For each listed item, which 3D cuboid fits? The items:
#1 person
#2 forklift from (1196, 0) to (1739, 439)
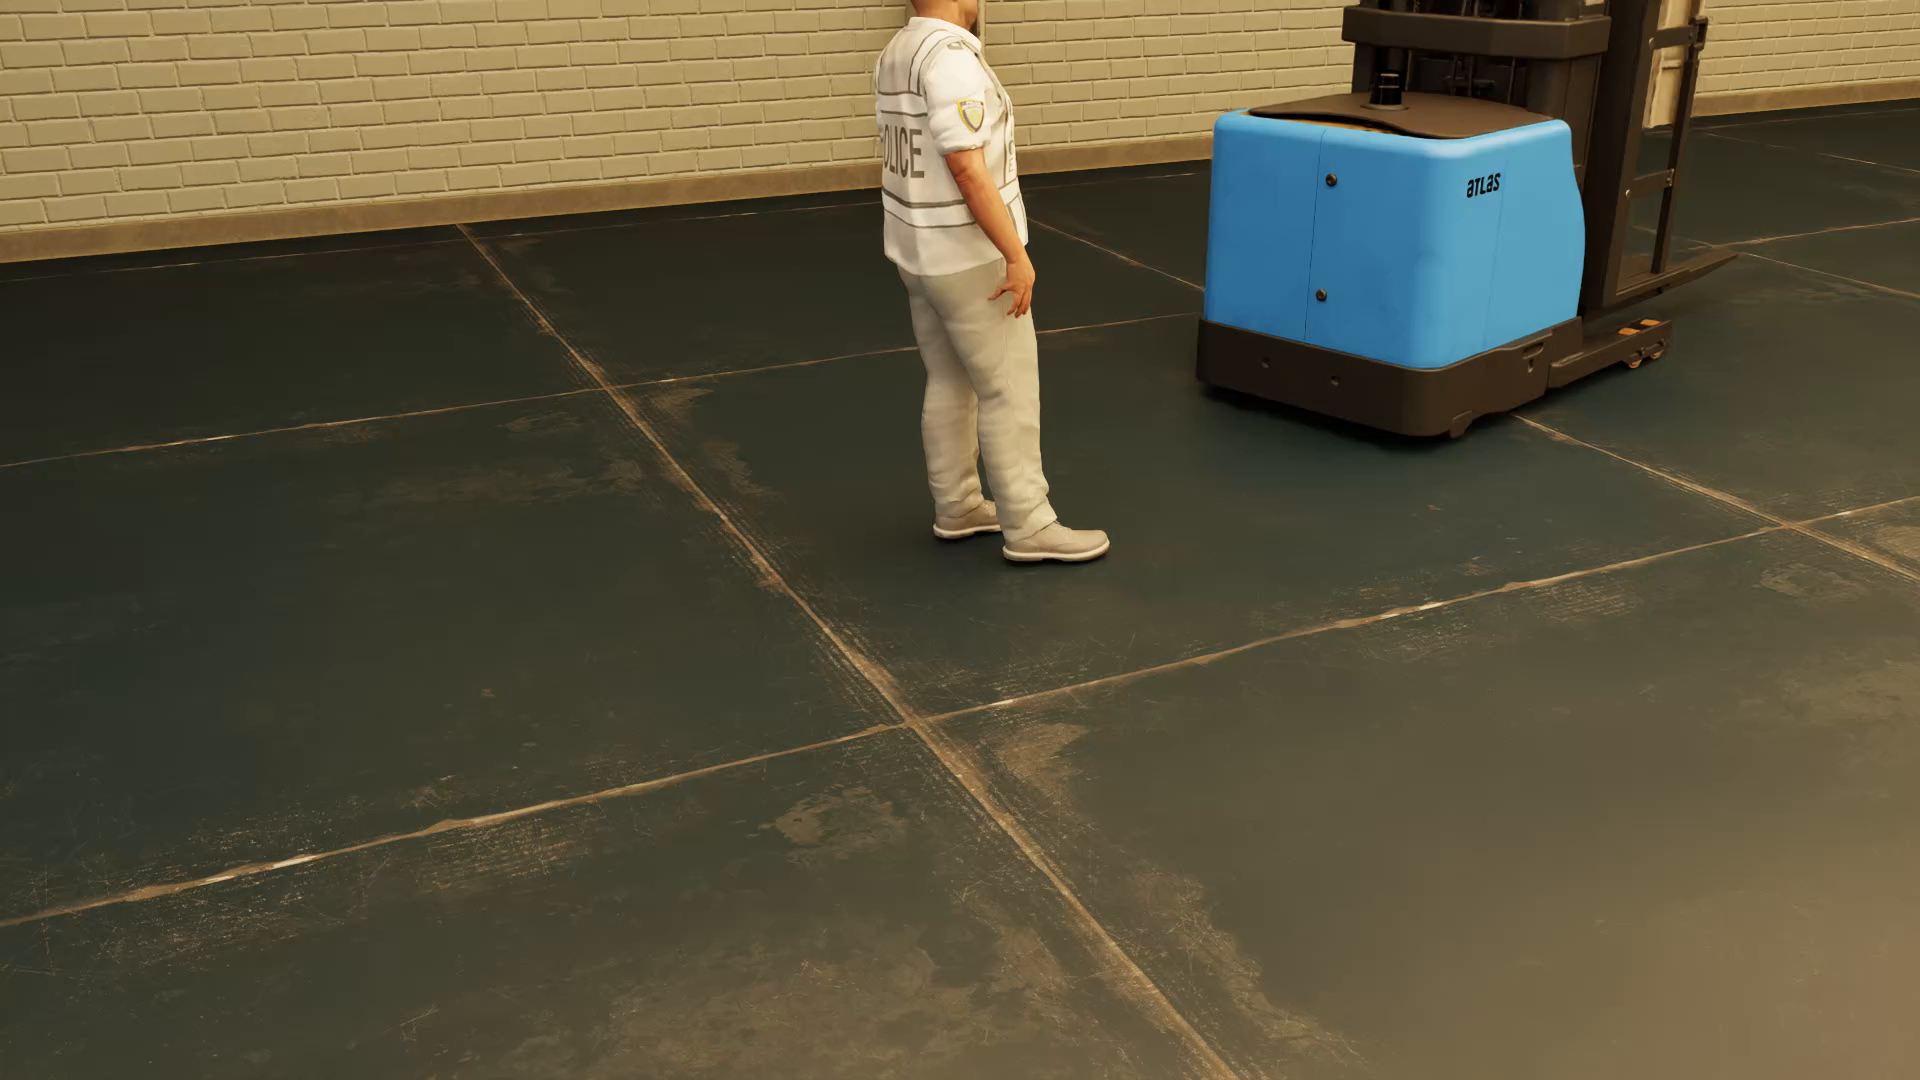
[{"bbox_3d":[0.076,-0.838,4.783,0.574,1.779,0.641,-10,25,-23],"label":"person"},{"bbox_3d":[2.319,-2.178,6.530,3.031,2.935,1.130,-21,30,-40],"label":"forklift"}]
